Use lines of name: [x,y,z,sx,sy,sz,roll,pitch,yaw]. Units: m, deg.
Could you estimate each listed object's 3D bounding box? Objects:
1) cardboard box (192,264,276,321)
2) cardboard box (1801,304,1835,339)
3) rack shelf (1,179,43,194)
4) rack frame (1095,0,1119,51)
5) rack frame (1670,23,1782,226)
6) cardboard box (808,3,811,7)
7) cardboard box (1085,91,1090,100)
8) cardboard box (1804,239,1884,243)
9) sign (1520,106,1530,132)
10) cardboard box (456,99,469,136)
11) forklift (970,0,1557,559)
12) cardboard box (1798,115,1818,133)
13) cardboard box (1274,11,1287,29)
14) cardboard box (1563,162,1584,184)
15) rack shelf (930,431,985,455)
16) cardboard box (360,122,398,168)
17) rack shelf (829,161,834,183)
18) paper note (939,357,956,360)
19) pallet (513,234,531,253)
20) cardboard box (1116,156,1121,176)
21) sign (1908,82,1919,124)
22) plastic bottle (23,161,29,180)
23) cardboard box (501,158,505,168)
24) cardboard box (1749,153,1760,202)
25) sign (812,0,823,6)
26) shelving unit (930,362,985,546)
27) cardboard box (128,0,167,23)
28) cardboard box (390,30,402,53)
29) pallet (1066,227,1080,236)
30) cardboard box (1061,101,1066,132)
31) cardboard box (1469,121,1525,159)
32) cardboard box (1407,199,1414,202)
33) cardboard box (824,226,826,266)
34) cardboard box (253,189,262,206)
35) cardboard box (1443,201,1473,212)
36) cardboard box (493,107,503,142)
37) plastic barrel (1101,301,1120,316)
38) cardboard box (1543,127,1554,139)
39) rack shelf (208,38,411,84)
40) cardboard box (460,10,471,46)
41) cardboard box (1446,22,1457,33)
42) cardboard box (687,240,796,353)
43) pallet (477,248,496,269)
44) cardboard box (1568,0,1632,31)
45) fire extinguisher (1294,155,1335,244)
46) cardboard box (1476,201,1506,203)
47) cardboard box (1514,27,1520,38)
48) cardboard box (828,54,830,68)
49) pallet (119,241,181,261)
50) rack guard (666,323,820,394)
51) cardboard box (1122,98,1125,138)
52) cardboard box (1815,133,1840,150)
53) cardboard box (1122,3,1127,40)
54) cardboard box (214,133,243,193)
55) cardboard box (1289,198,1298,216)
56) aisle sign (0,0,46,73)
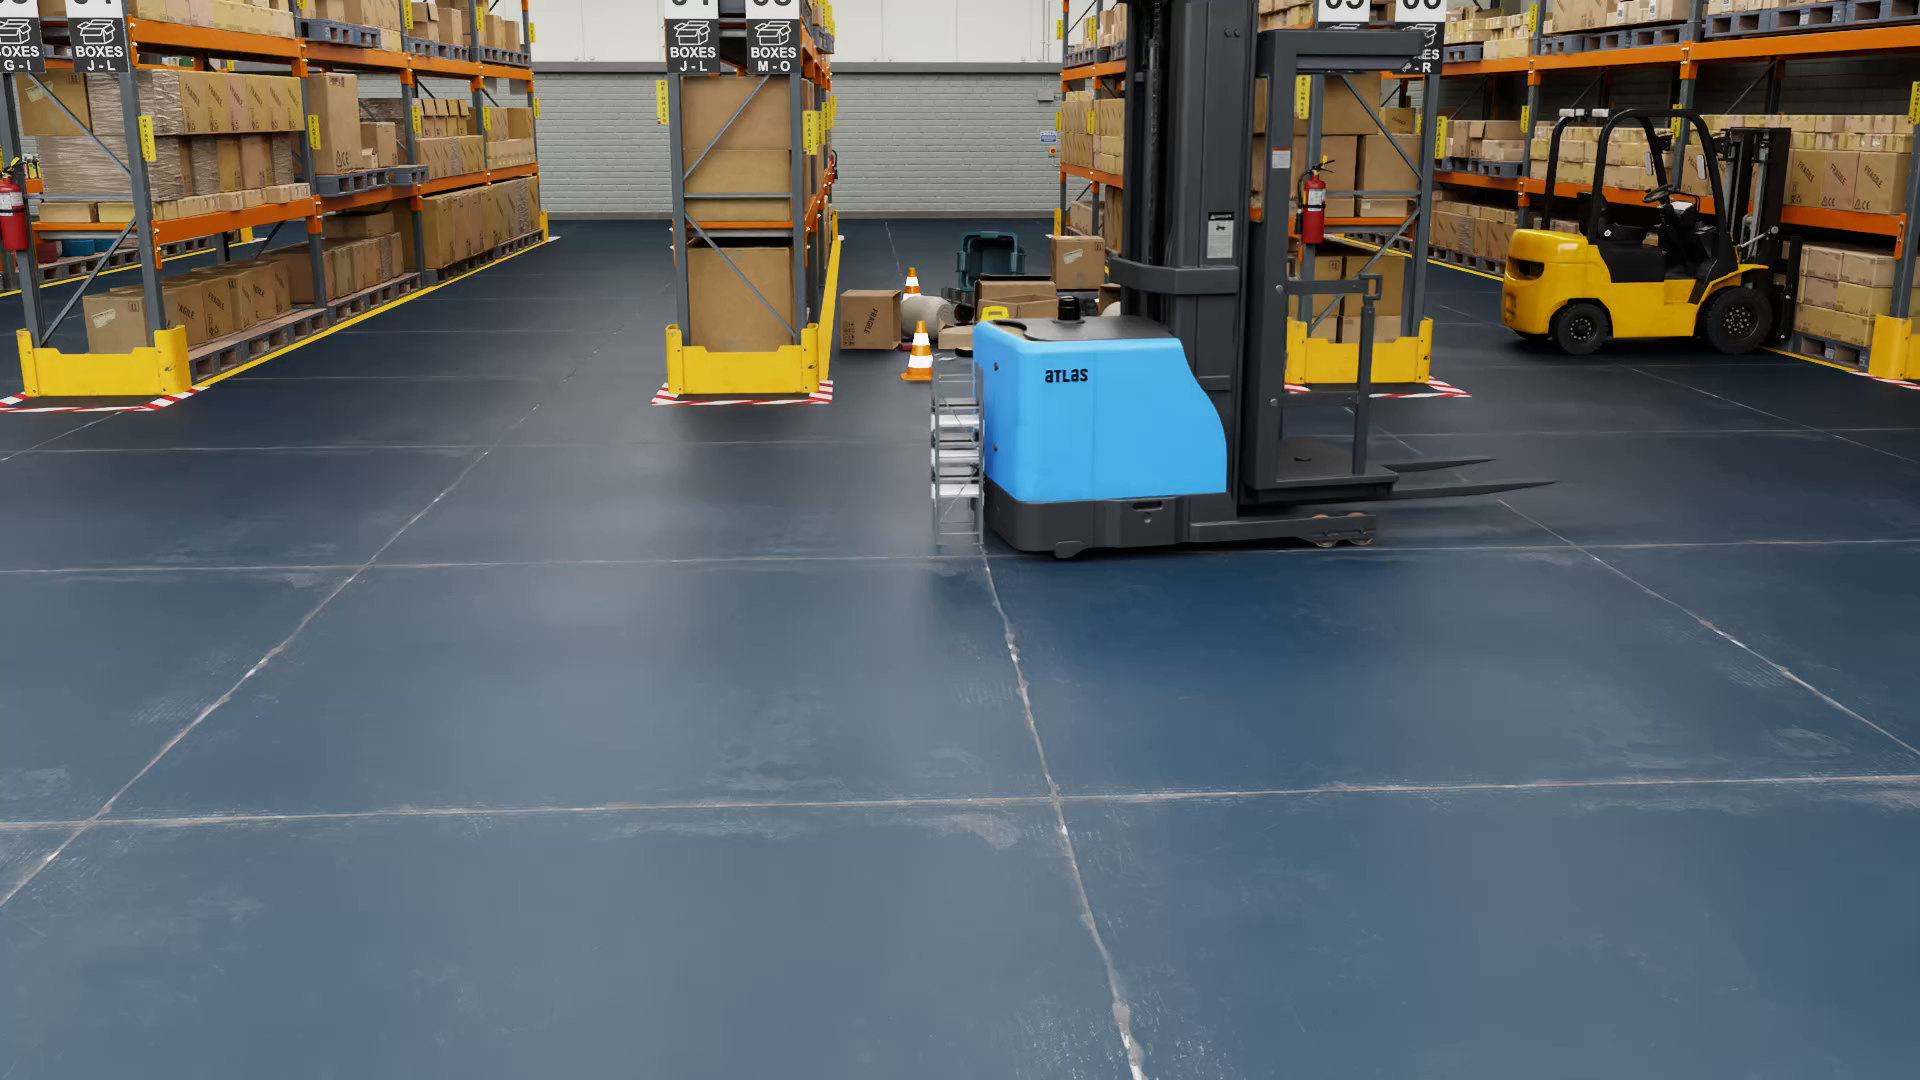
cardboard box: [-6.878,-2.338,15.767,0.500,0.500,0.500,4,15,14]
cardboard box: [7.821,-1.931,14.687,0.500,0.250,0.500,-1,14,-3]
rack shelf: [-12.222,-4.655,22.043,1.077,0.370,4.000,-1,14,-3]
rack frame: [2.489,-8.636,24.030,1.000,3.000,0.127,-1,14,-3]
rack frame: [7.939,-3.818,17.347,1.000,3.000,0.127,-1,14,-3]
cardboard box: [-1.559,-4.946,15.170,0.380,0.149,0.250,-1,14,-3]
cardboard box: [2.153,-6.903,25.825,0.380,0.149,0.250,-1,14,-4]
cardboard box: [8.266,-2.678,15.584,0.500,0.250,0.500,-1,14,-5]
sign: [7.150,-5.325,21.037,0.100,0.325,0.005,-1,14,-3]
cardboard box: [-7.354,-5.953,23.429,0.797,0.503,0.637,-1,14,-5]
forklift: [1.628,-1.505,8.494,3.031,2.935,1.130,-4,15,-13]
cardboard box: [7.775,-3.732,14.911,0.380,0.149,0.250,-1,14,-2]
cardboard box: [2.889,-4.415,14.149,0.380,0.149,0.250,-1,14,-4]
cardboard box: [7.539,-4.373,19.804,0.500,0.250,0.500,-1,14,-5]
rack shelf: [-0.013,-0.491,8.402,0.258,0.077,0.200,-2,15,-6]
cardboard box: [-6.946,-4.563,19.199,0.700,0.500,0.500,1,14,5]
rack shelf: [-2.569,-5.778,26.406,1.077,0.370,4.000,-1,14,-3]
paper note: [-0.102,-1.611,14.732,0.144,0.017,0.142,4,15,16]
pallet: [-7.450,-4.721,26.453,1.003,0.211,1.213,-1,14,-3]
cardboard box: [2.384,-5.037,22.384,0.500,0.250,0.500,-1,14,-4]
sign: [7.644,-3.494,13.287,0.100,0.325,0.005,-1,14,-3]
plastic bottle: [-11.830,-4.674,20.920,0.152,0.276,0.135,-1,14,-3]
cardboard box: [-7.140,-5.731,25.283,0.380,0.149,0.250,-1,14,-5]
cardboard box: [7.787,-3.497,15.898,0.500,0.500,0.500,-1,14,-4]
sign: [-1.396,-5.389,16.237,0.100,0.325,0.005,-1,14,-3]
shelving unit: [-0.013,-0.437,8.416,0.258,0.900,0.210,-2,15,-6]
cardboard box: [-6.430,-4.097,12.710,0.500,0.250,0.500,0,14,-2]
cardboard box: [-6.880,-5.848,19.517,0.500,0.250,0.500,-1,14,-3]
pallet: [2.369,-5.177,28.224,1.003,0.211,1.213,-1,14,-3]
cardboard box: [1.987,-7.134,28.026,0.500,0.500,0.500,-1,14,-5]
cardboard box: [7.405,-5.470,22.714,0.797,0.503,0.637,-1,14,-5]
cardboard box: [7.152,-5.429,27.779,0.700,0.500,0.500,0,14,-1]
cardboard box: [-1.987,-3.807,21.475,0.500,0.500,0.500,-2,15,-6]
cardboard box: [-6.572,-3.105,15.080,0.380,0.149,0.250,-1,14,-3]
cardboard box: [7.321,-4.890,24.384,0.380,0.149,0.250,-2,15,-6]
cardboard box: [-7.199,-6.258,25.026,0.500,0.500,0.500,-1,14,-3]
plastic barrel: [1.593,-1.989,15.405,0.512,0.421,0.421,10,18,35]
cardboard box: [7.434,-5.025,20.536,0.380,0.149,0.250,-1,14,-2]
rack shelf: [-7.030,-5.189,18.100,1.077,0.370,4.000,-1,14,-3]
cardboard box: [-7.510,-7.524,24.485,0.700,0.500,0.500,-2,15,-7]
cardboard box: [7.127,-7.261,23.571,0.380,0.149,0.250,-1,14,-4]
cardboard box: [-1.810,-1.986,13.648,0.875,0.875,0.875,-1,14,-3]
pallet: [-7.279,-4.036,23.789,1.003,0.211,1.213,-1,14,-3]
cardboard box: [7.623,-6.258,19.565,0.700,0.500,0.500,-1,14,-5]
fire extinguisher: [2.780,-2.673,13.050,0.296,0.674,0.183,-1,14,-3]
cardboard box: [7.799,-4.902,24.431,0.380,0.149,0.250,-1,14,-3]
cardboard box: [7.441,-6.601,21.644,0.380,0.149,0.250,-1,14,-2]
cardboard box: [-2.292,-7.512,25.985,0.500,0.250,0.500,0,14,-1]
pallet: [-12.430,-4.333,24.942,1.003,0.211,1.213,-1,14,-3]
rack guard: [-1.700,-1.428,13.072,1.175,0.500,0.348,-1,14,-3]
cardboard box: [2.404,-5.520,21.754,0.500,0.500,0.500,-1,14,-2]
cardboard box: [7.817,-3.524,14.700,0.380,0.149,0.250,-1,14,-5]
cardboard box: [2.486,-6.683,21.419,0.700,0.500,0.500,-2,15,-6]
cardboard box: [-6.823,-3.295,14.514,0.875,0.500,0.500,-1,14,-3]
cardboard box: [2.869,-2.775,13.797,0.380,0.149,0.250,-1,14,-4]
aisle sign: [-6.954,-3.832,12.182,0.394,0.787,0.004,-1,14,-3]
